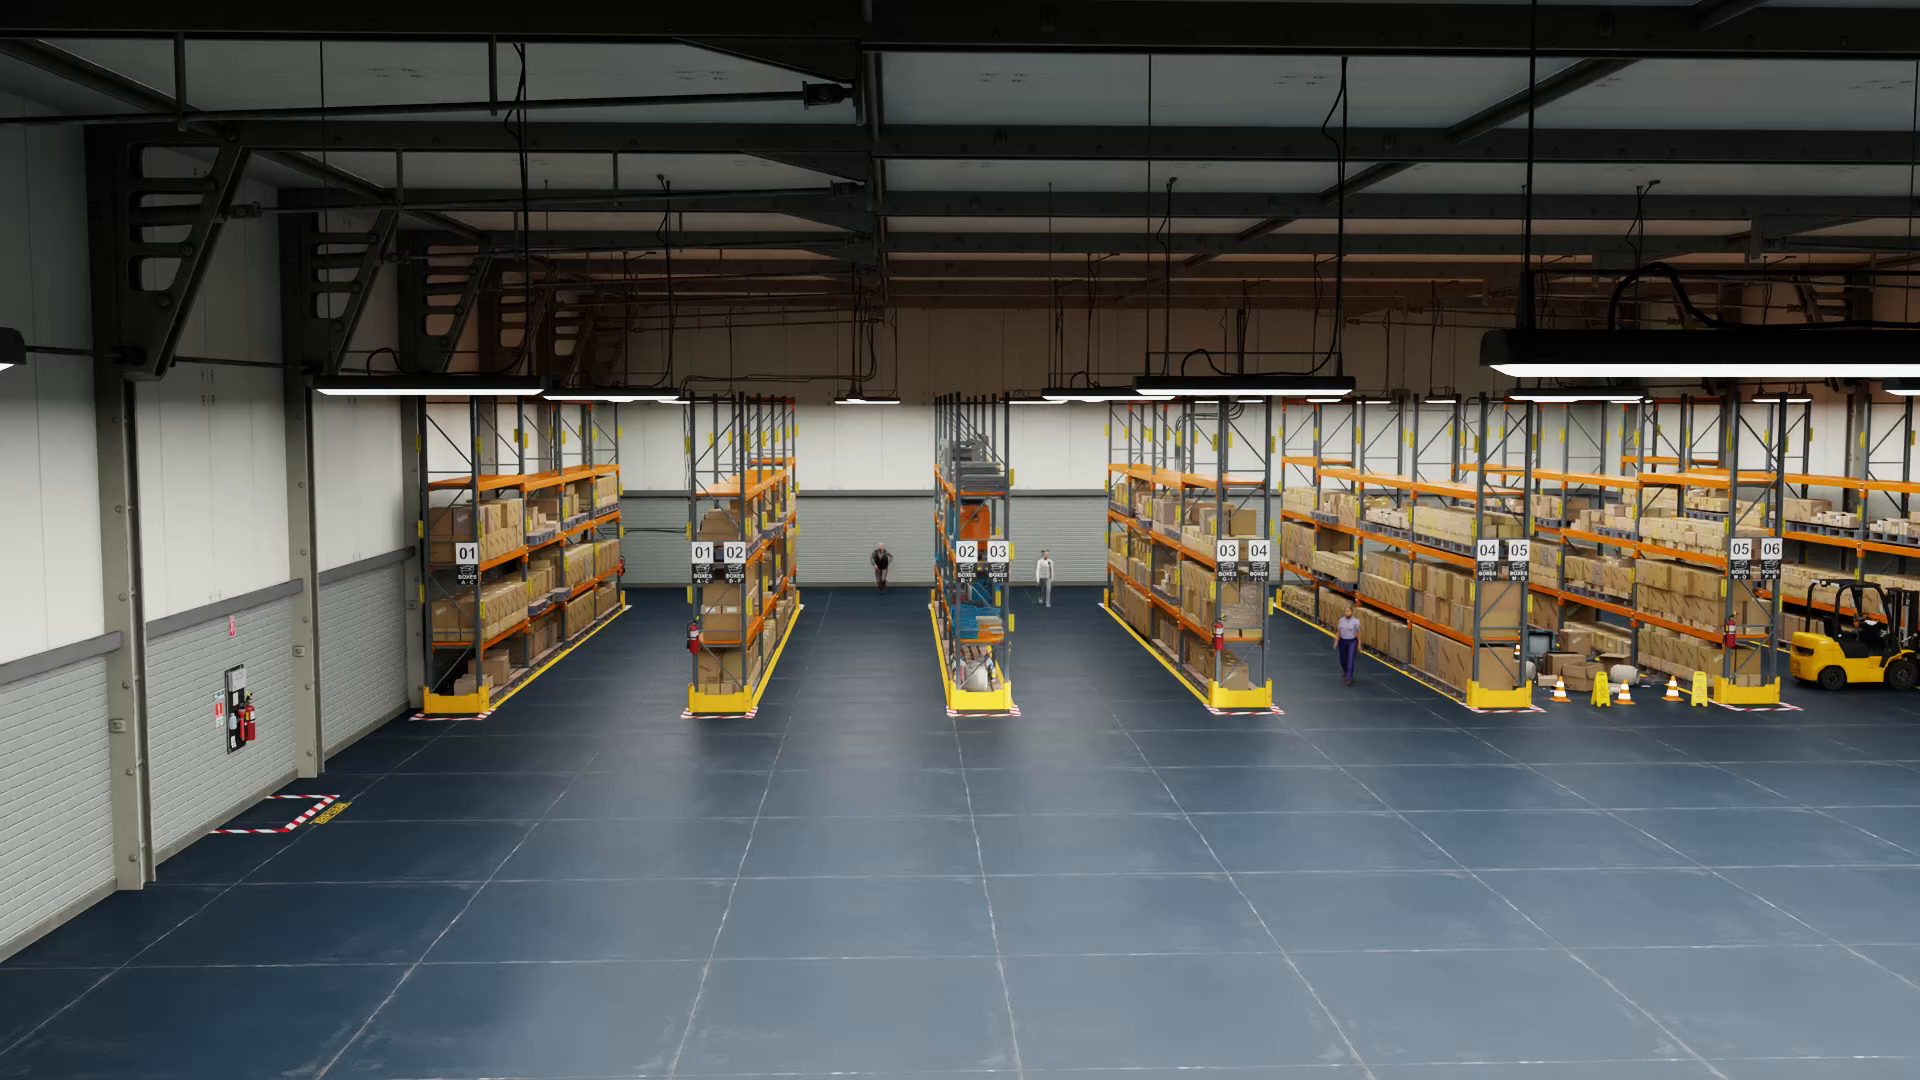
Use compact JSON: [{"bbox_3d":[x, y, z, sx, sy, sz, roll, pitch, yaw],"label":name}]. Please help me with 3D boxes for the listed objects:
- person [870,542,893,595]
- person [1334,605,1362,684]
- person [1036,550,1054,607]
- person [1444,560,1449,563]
[{"bbox_3d":[-2.370,0.911,50.466,0.670,1.546,0.714,1,5,8],"label":"person"},{"bbox_3d":[8.070,2.144,34.521,0.535,1.588,1.006,2,5,25],"label":"person"},{"bbox_3d":[2.440,1.076,47.629,0.510,1.620,1.032,0,5,-2],"label":"person"},{"bbox_3d":[15.225,0.760,51.790,0.454,1.590,0.450,-1,5,-7],"label":"person"}]
